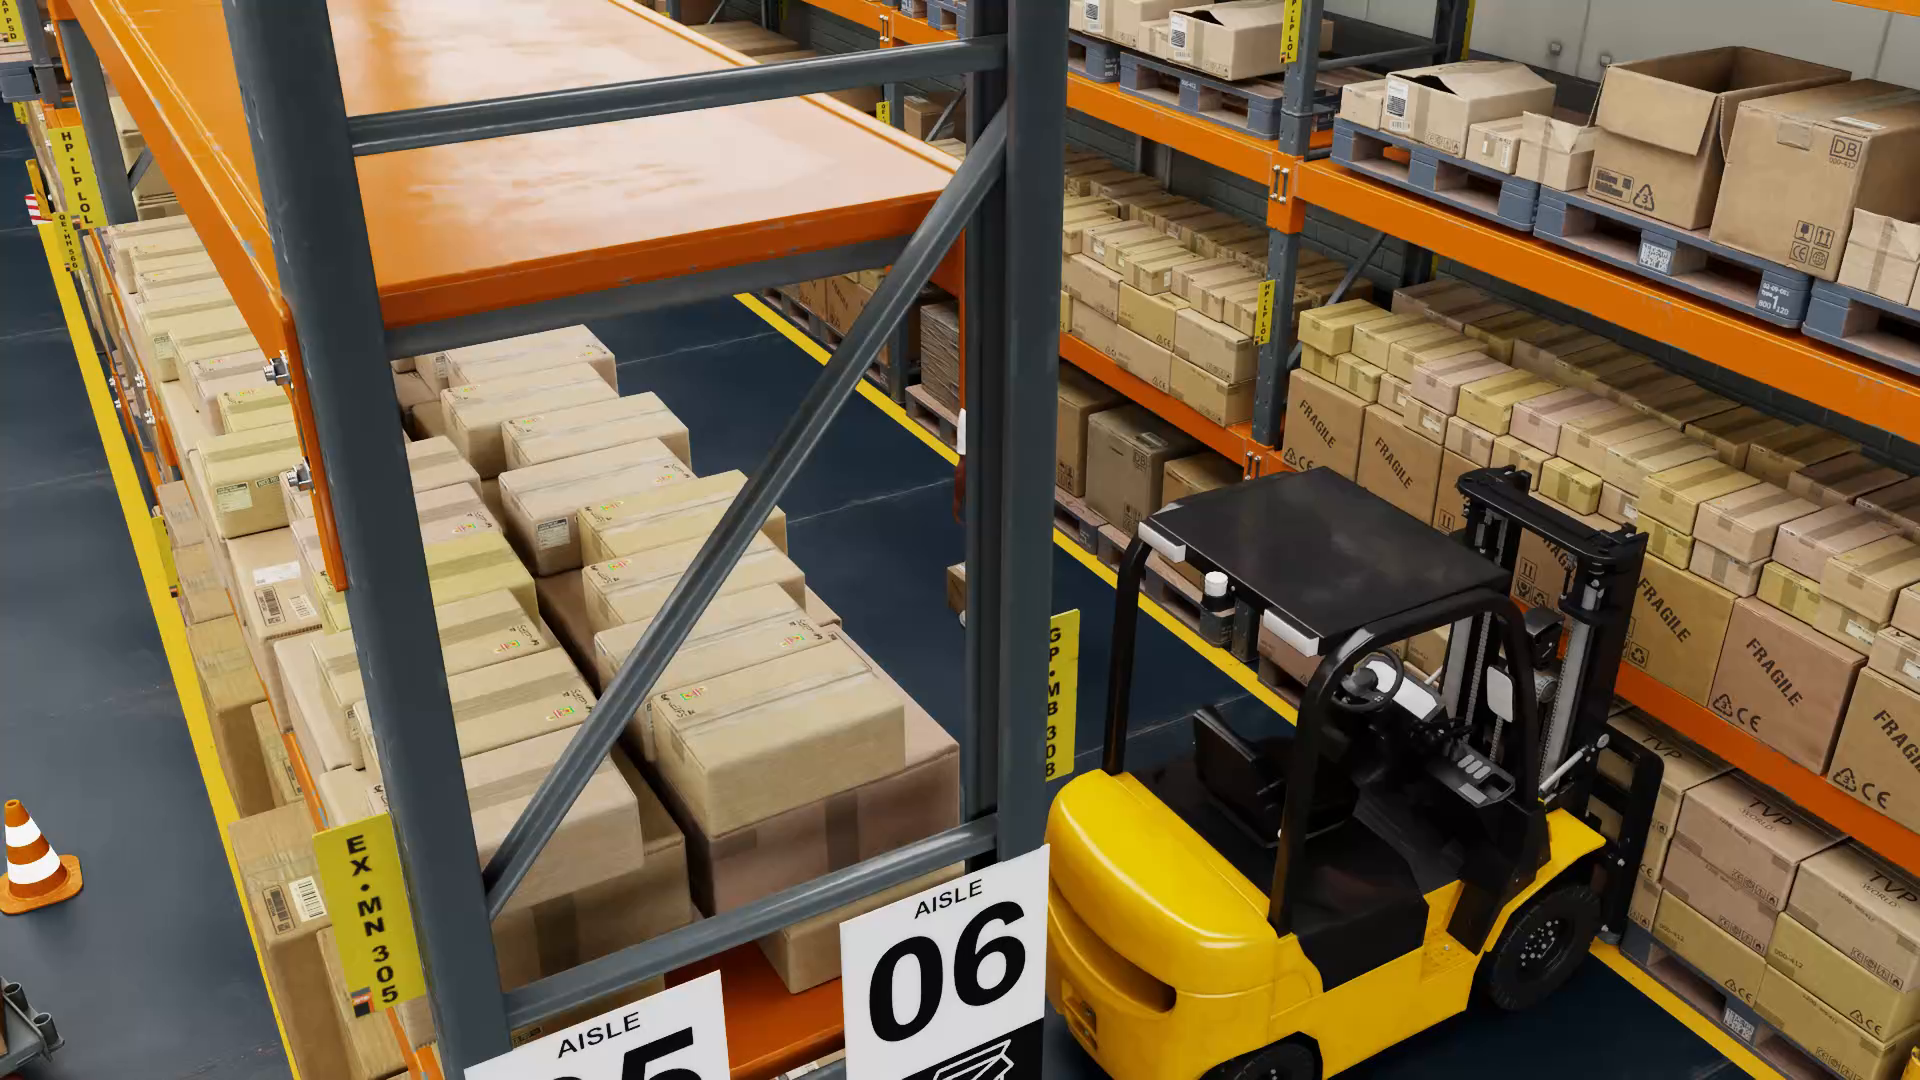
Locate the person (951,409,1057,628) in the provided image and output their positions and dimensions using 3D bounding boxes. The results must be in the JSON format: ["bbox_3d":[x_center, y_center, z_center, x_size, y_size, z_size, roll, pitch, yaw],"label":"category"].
[{"bbox_3d":[0.232,-0.286,9.065,0.620,1.760,0.461,-16,33,-26],"label":"person"}]
